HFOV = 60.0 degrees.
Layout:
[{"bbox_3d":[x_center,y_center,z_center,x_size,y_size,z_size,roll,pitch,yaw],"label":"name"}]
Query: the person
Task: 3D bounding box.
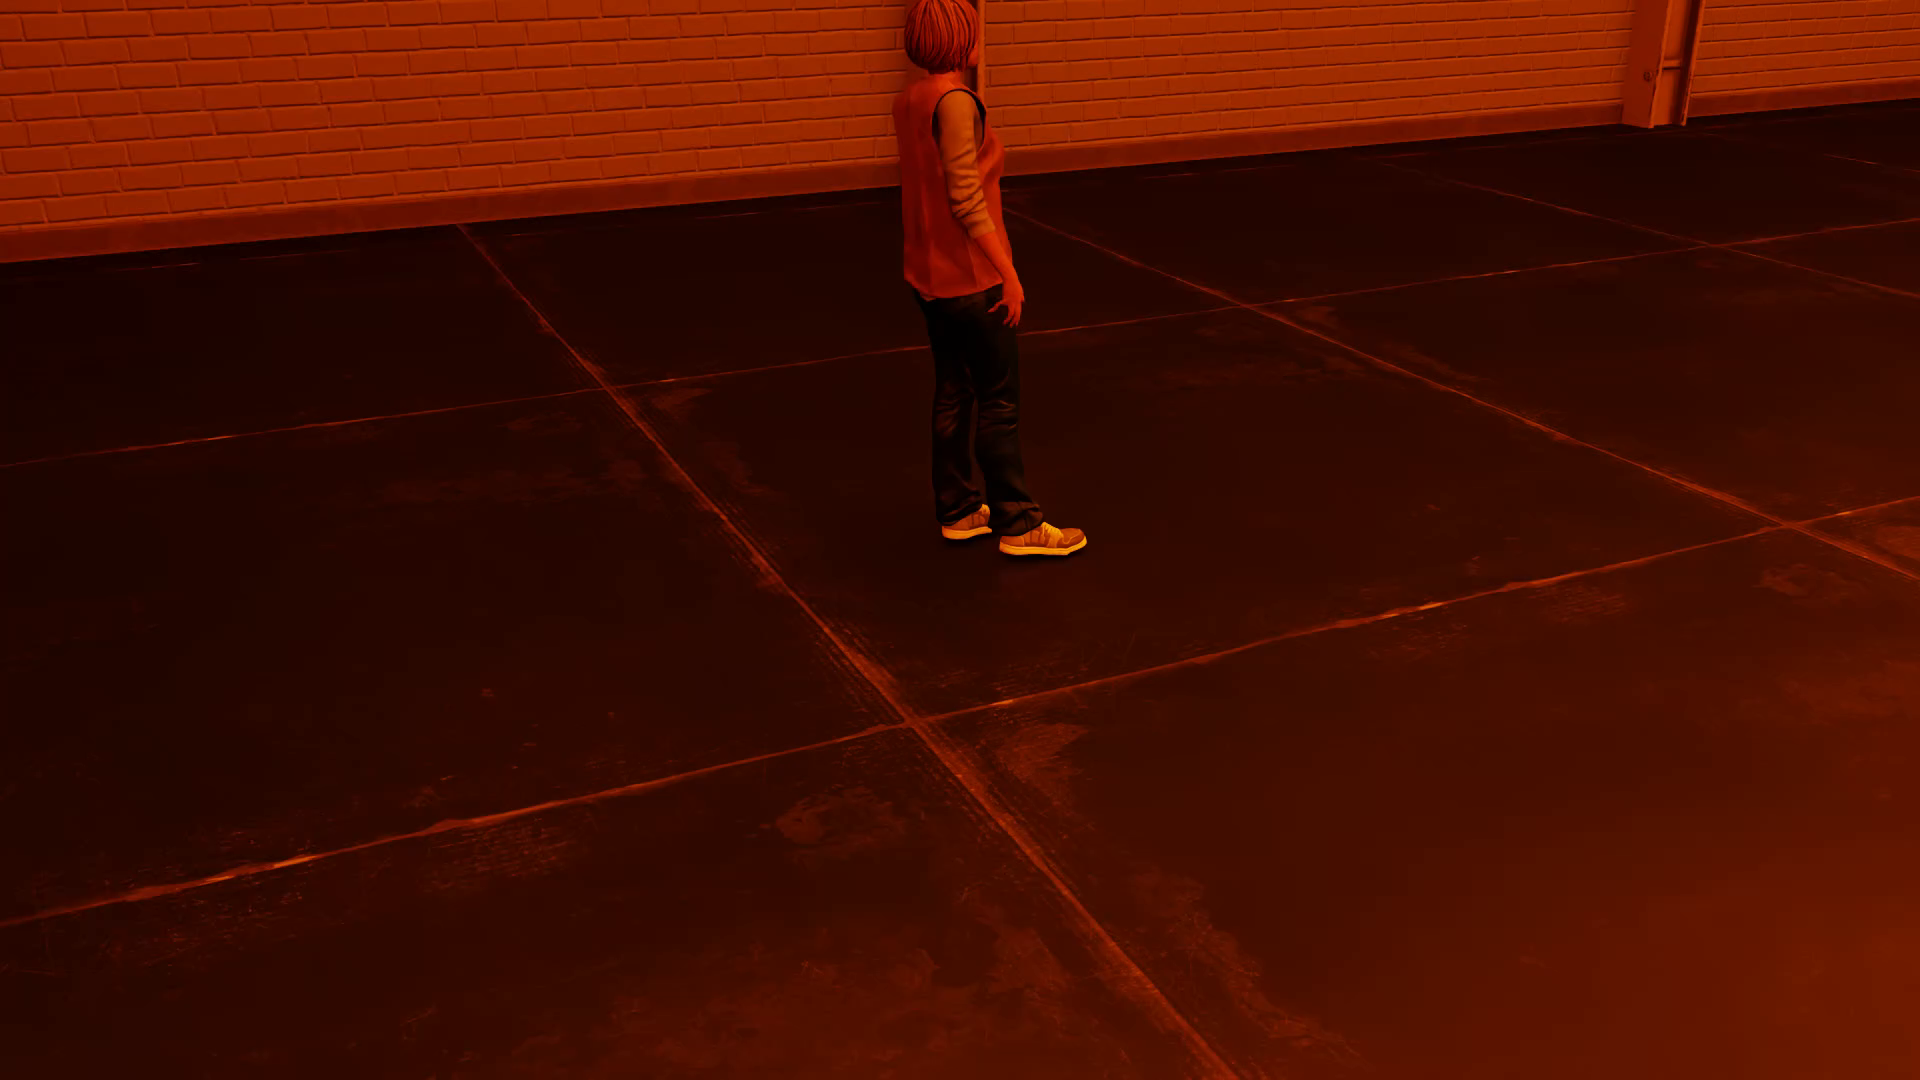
[{"bbox_3d":[0.073,-0.751,4.814,0.476,1.597,0.520,-10,25,-23],"label":"person"}]
